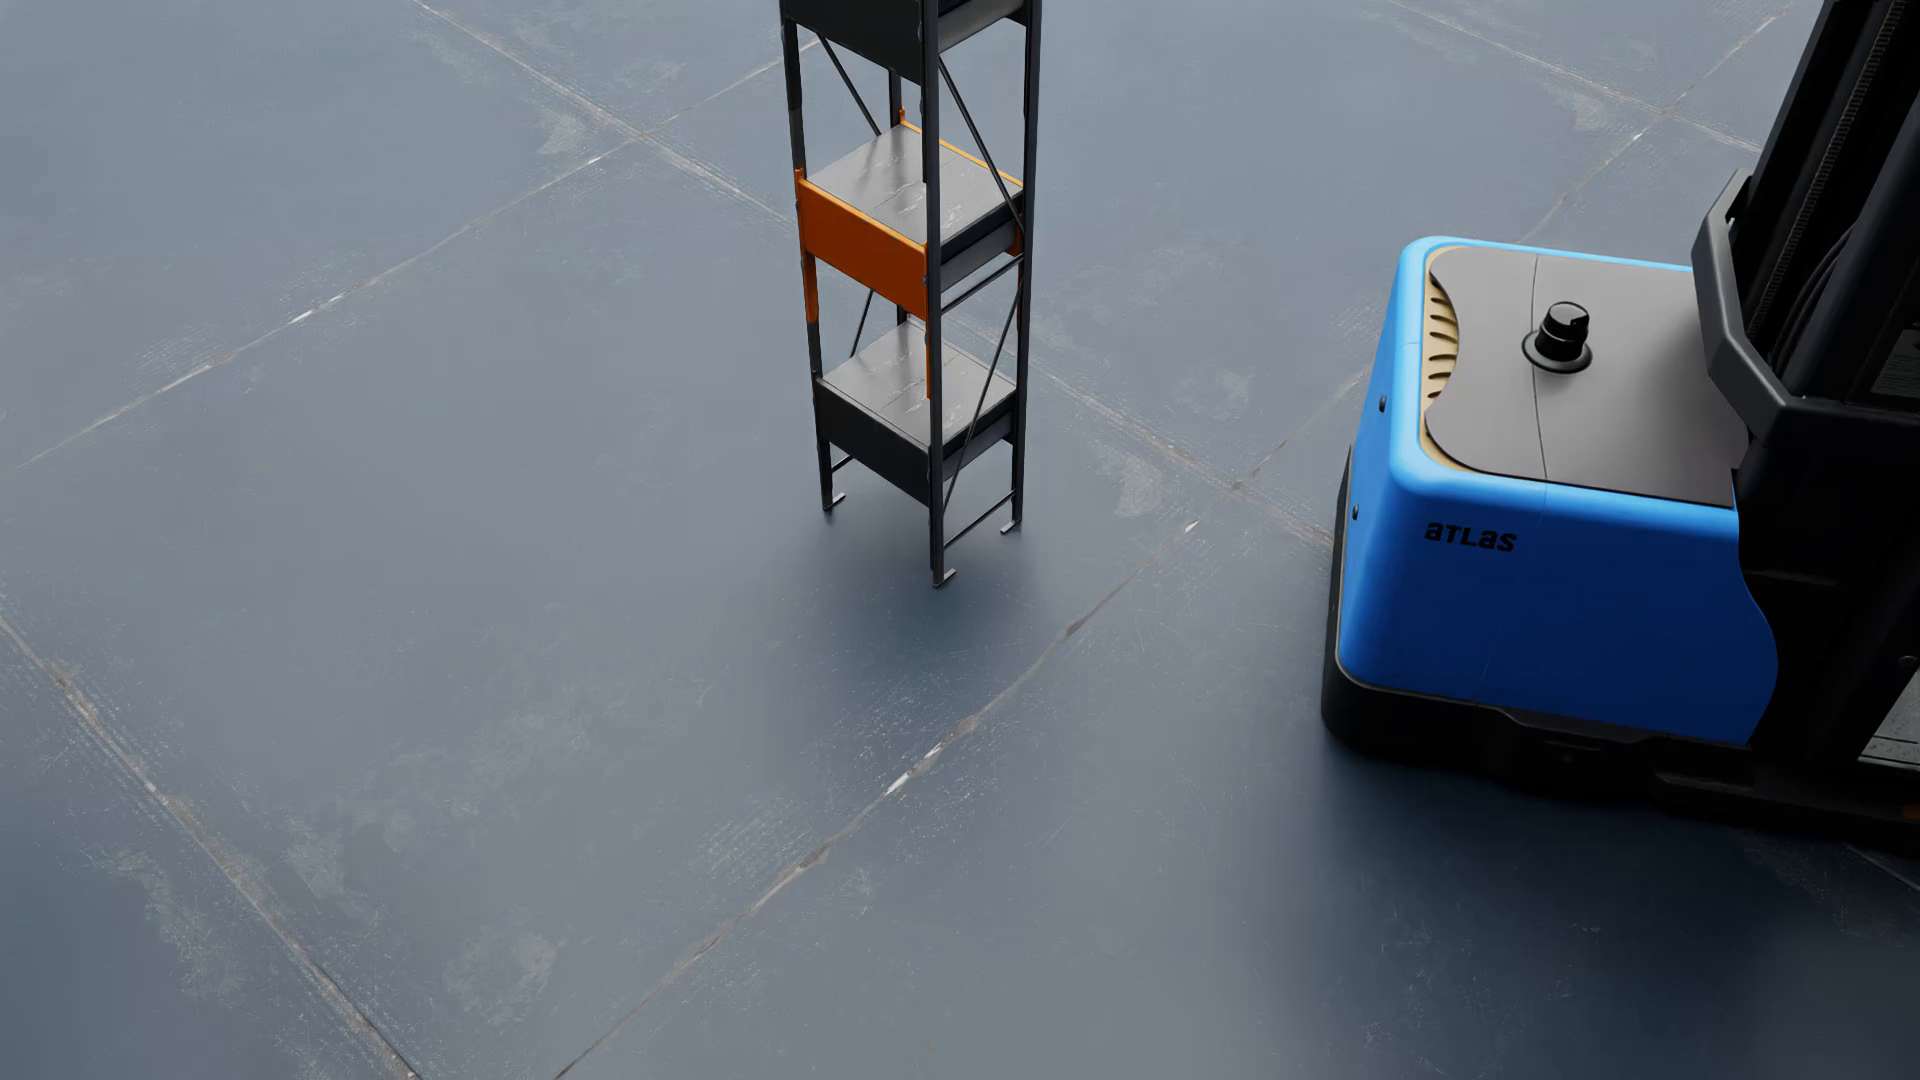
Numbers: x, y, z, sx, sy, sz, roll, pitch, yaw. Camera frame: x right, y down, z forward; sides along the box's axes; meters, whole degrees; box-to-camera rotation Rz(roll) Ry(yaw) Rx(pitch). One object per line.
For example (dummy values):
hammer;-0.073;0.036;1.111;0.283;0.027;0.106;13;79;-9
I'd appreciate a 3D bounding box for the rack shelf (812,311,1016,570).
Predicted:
rack shelf;-0.122;-0.312;5.082;0.480;0.518;0.431;34;55;28

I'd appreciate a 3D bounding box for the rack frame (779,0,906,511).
rack frame;-0.301;-0.921;4.675;0.015;2.100;0.400;34;55;28

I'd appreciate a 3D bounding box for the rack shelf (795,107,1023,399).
rack shelf;-0.122;-0.791;4.571;0.480;0.518;0.431;34;55;28

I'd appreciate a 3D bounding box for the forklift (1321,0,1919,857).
forklift;2.590;-0.550;3.756;3.031;2.935;1.130;9;47;8

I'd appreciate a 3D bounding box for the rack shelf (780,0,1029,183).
rack shelf;-0.122;-1.270;4.061;0.480;0.518;0.431;34;55;28

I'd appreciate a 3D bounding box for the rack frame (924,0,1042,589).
rack frame;0.058;-0.680;4.448;0.015;2.100;0.400;34;55;28

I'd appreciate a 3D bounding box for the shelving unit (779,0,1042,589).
shelving unit;-0.122;-0.801;4.561;0.503;2.100;0.431;34;55;28
